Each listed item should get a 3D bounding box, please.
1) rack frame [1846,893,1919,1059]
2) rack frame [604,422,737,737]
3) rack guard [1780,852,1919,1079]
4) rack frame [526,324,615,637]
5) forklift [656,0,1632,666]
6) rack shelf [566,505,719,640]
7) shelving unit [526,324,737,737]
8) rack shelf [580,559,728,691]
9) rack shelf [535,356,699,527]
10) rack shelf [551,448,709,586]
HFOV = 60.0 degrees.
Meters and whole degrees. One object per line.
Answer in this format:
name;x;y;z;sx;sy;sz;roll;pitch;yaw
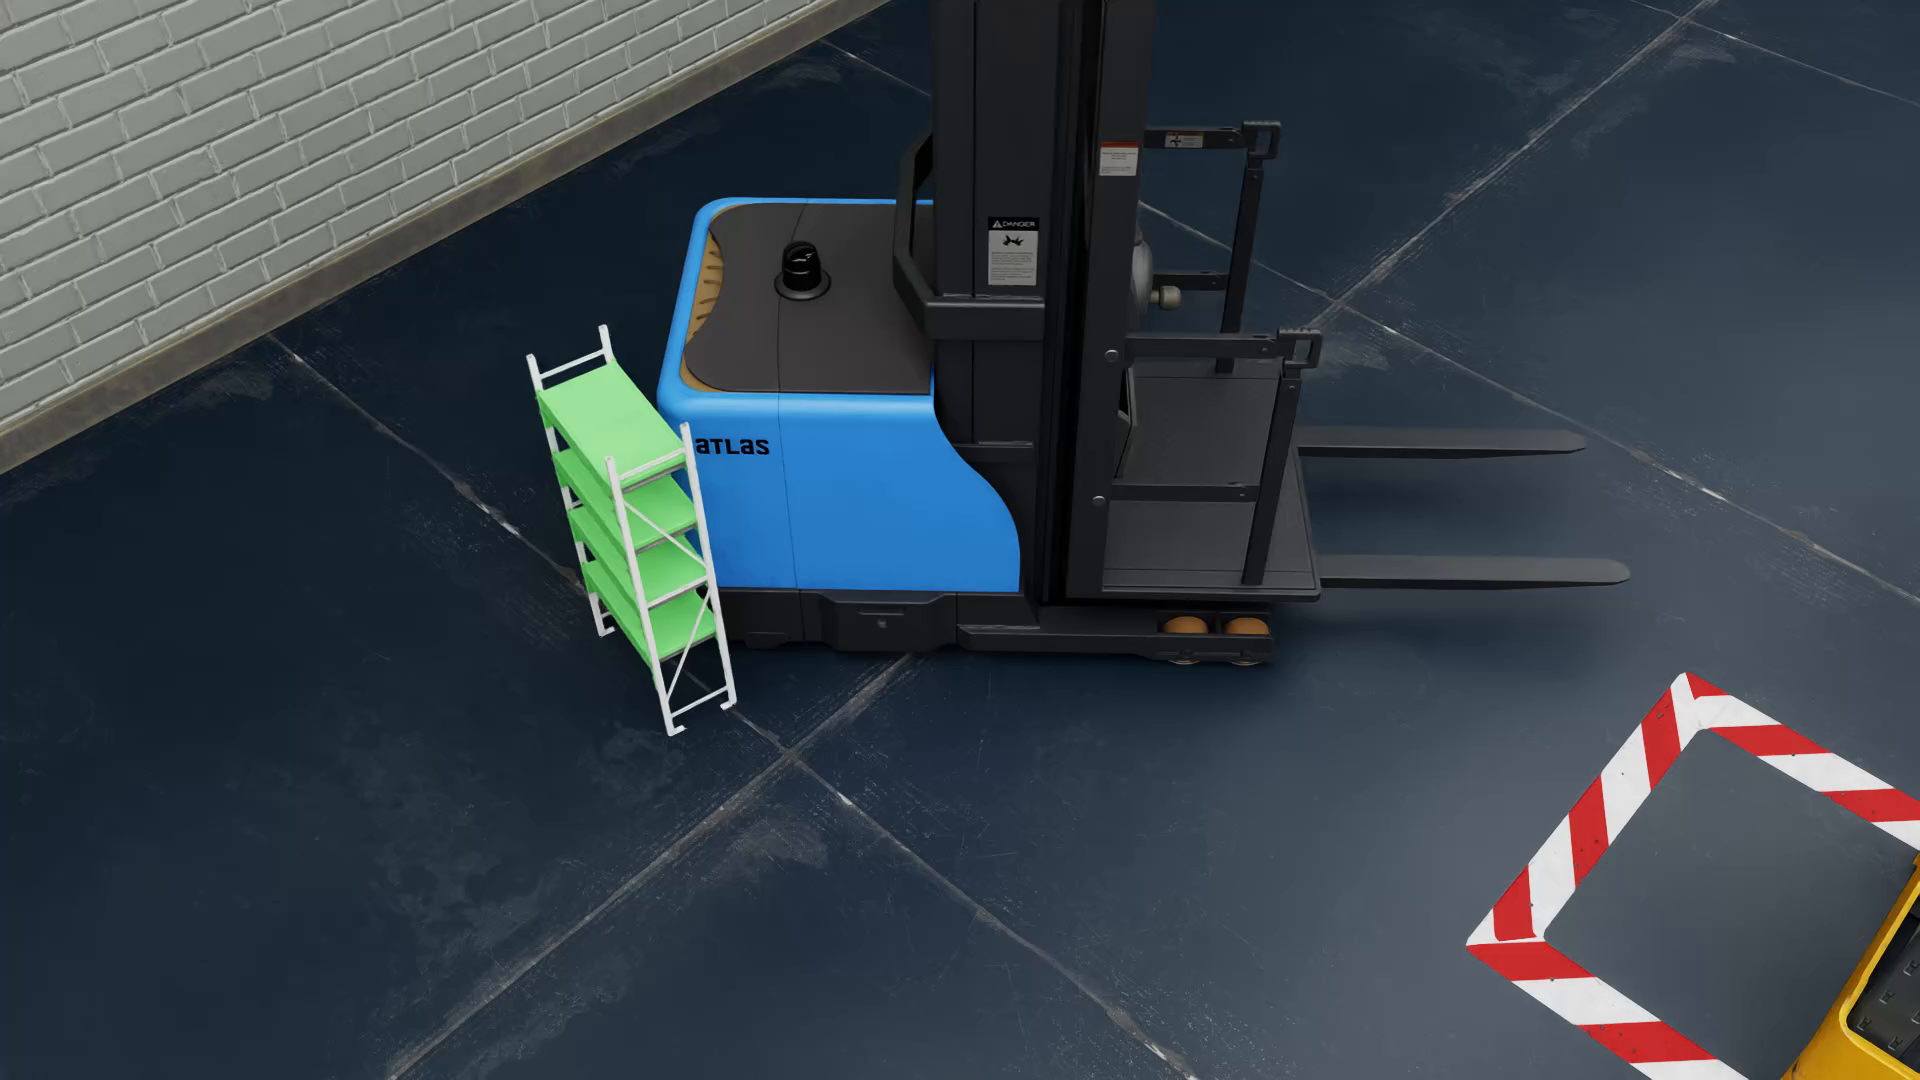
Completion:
rack frame;2.542;0.216;3.490;0.053;2.616;0.949;34;55;28
rack frame;-0.813;0.150;4.784;0.240;1.200;0.015;-27;52;-22
rack guard;2.601;1.107;4.368;0.348;0.500;1.175;34;55;28
rack frame;-1.088;-0.144;5.060;0.240;1.200;0.015;-27;52;-22
forklift;0.647;-0.993;4.672;3.031;2.935;1.130;1;47;1
rack shelf;-0.950;0.047;4.969;0.258;0.148;0.480;-27;52;-22
shelving unit;-0.951;0.003;4.922;0.258;1.200;0.503;-27;52;-22
rack shelf;-0.948;0.210;5.145;0.258;0.148;0.480;-27;52;-22
rack shelf;-0.954;-0.280;4.617;0.258;0.148;0.480;-27;52;-22
rack shelf;-0.952;-0.117;4.793;0.258;0.148;0.480;-27;52;-22
